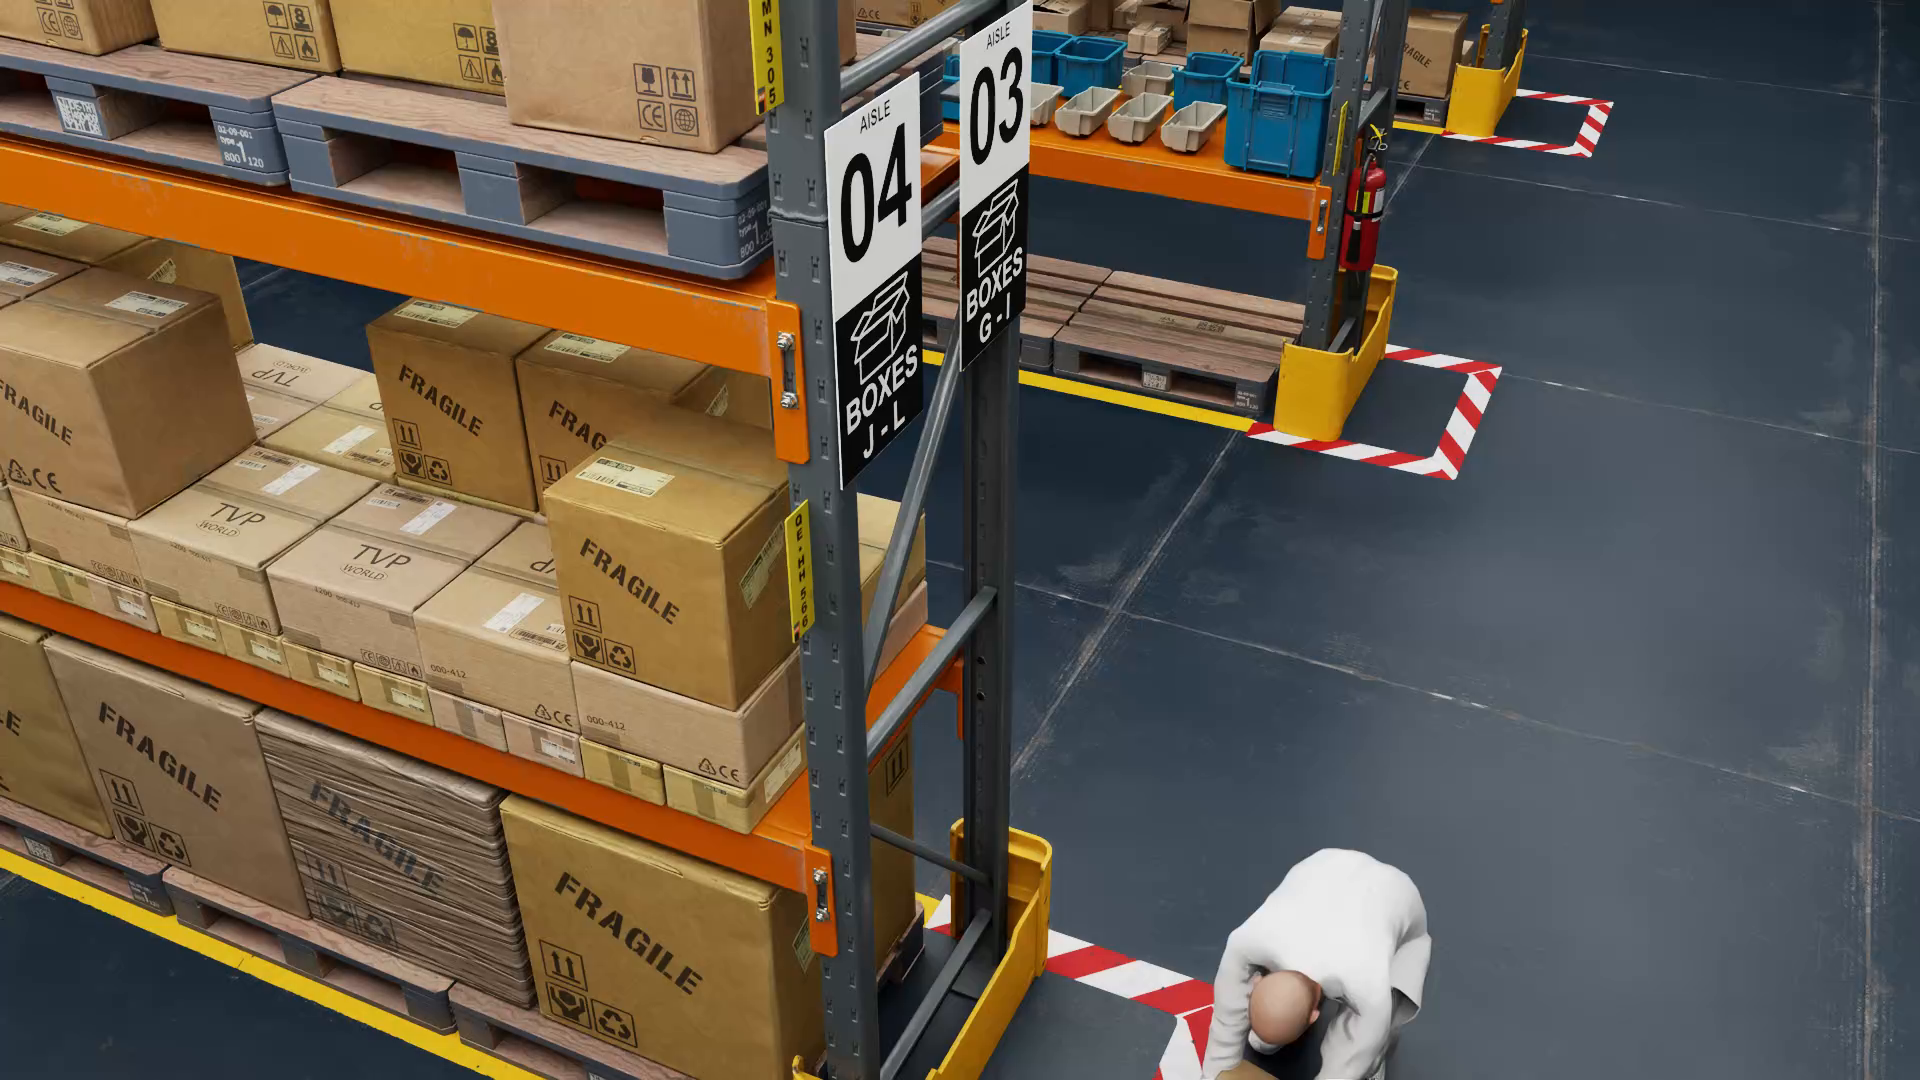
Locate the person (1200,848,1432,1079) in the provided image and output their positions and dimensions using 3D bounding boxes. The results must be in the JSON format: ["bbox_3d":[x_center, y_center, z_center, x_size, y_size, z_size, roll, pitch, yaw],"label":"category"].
[{"bbox_3d":[1.064,1.375,4.995,0.578,0.825,0.945,23,40,31],"label":"person"}]
